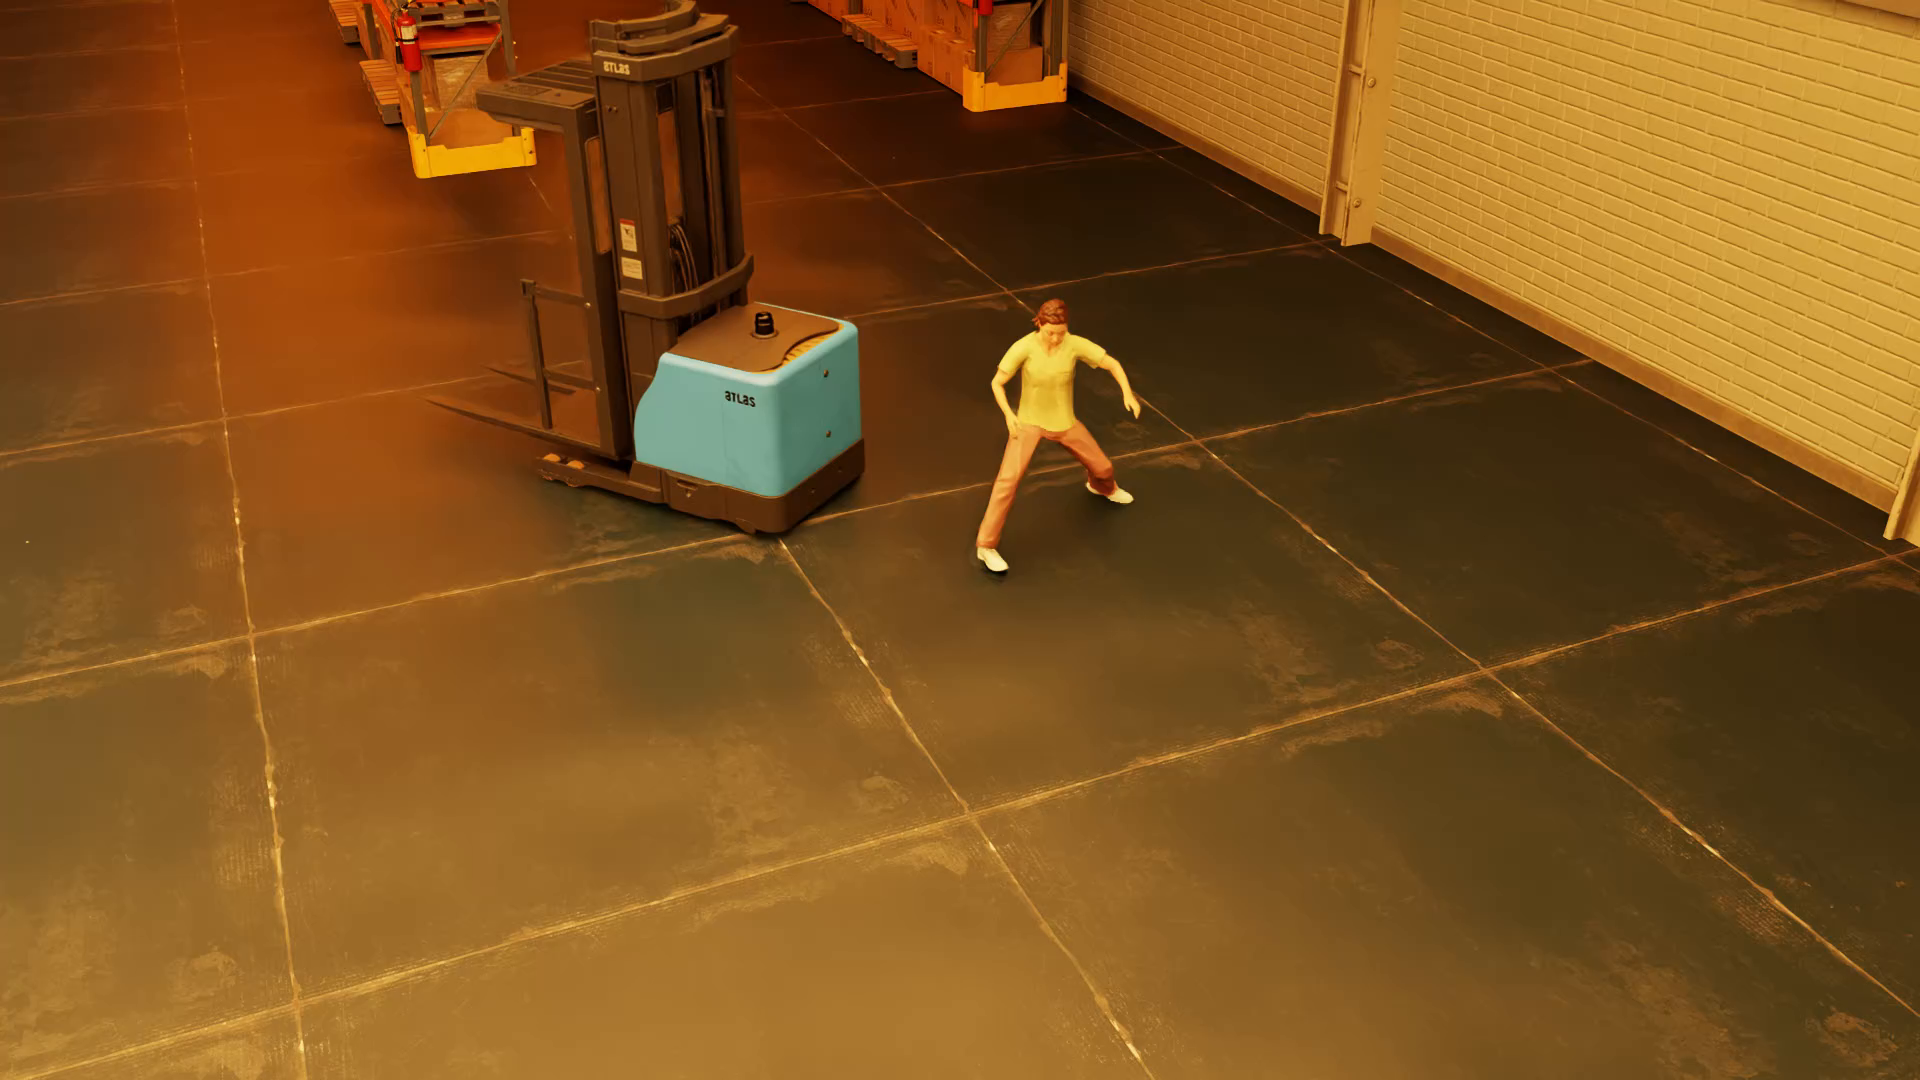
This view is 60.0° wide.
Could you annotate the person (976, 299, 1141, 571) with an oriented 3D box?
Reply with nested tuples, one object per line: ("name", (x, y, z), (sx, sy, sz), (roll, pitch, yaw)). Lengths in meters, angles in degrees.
("person", (0.597, -0.683, 9.786), (1.099, 1.501, 0.962), (-4, 30, -8))

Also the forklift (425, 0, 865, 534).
("forklift", (-2.154, -1.825, 10.311), (3.031, 2.935, 1.130), (15, 33, 25))
